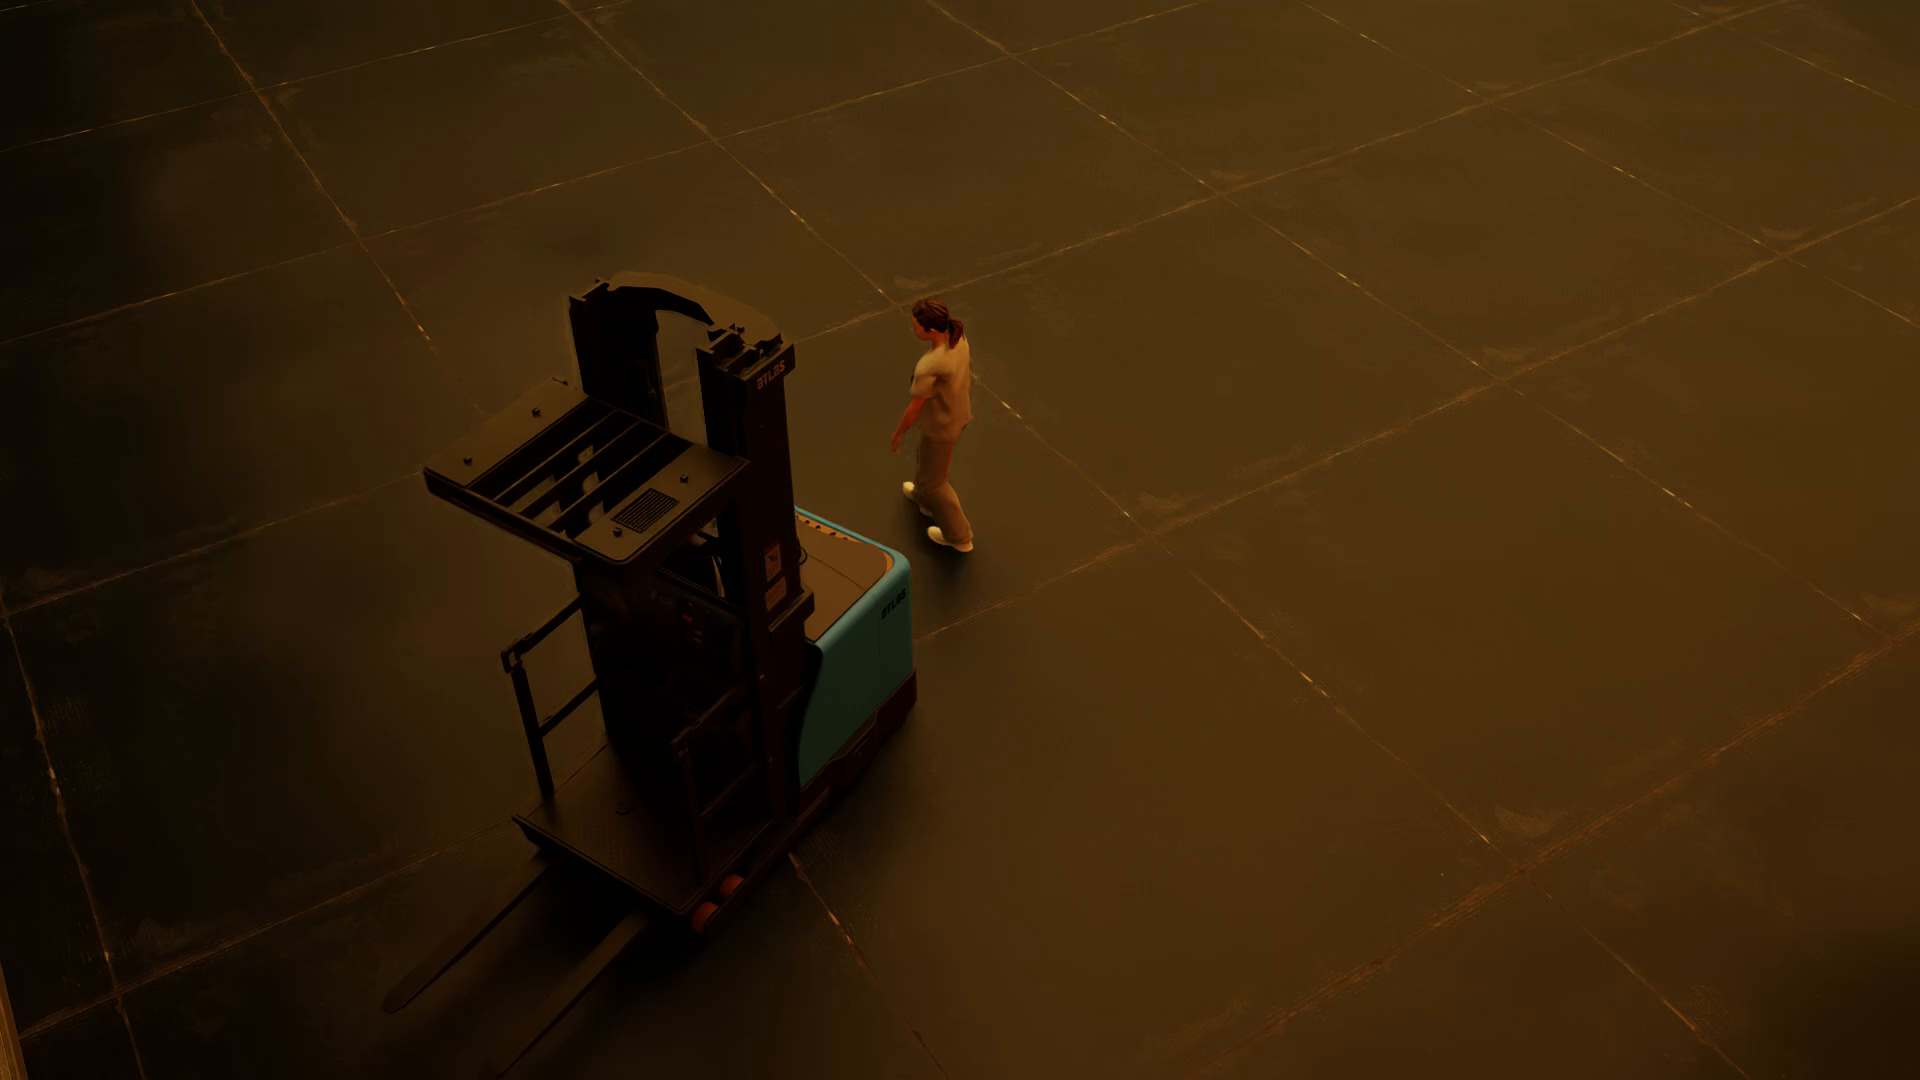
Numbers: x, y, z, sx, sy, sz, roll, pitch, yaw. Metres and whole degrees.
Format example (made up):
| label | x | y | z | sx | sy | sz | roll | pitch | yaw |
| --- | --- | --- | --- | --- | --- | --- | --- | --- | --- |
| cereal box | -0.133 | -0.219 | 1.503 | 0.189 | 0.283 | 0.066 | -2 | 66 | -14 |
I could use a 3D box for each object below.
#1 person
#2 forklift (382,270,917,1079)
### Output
| label | x | y | z | sx | sy | sz | roll | pitch | yaw |
| --- | --- | --- | --- | --- | --- | --- | --- | --- | --- |
| person | -0.170 | -0.699 | 9.586 | 0.628 | 1.650 | 0.571 | 18 | 44 | 19 |
| forklift | -1.463 | 0.427 | 7.382 | 1.130 | 2.935 | 3.031 | 23 | 46 | 24 |
